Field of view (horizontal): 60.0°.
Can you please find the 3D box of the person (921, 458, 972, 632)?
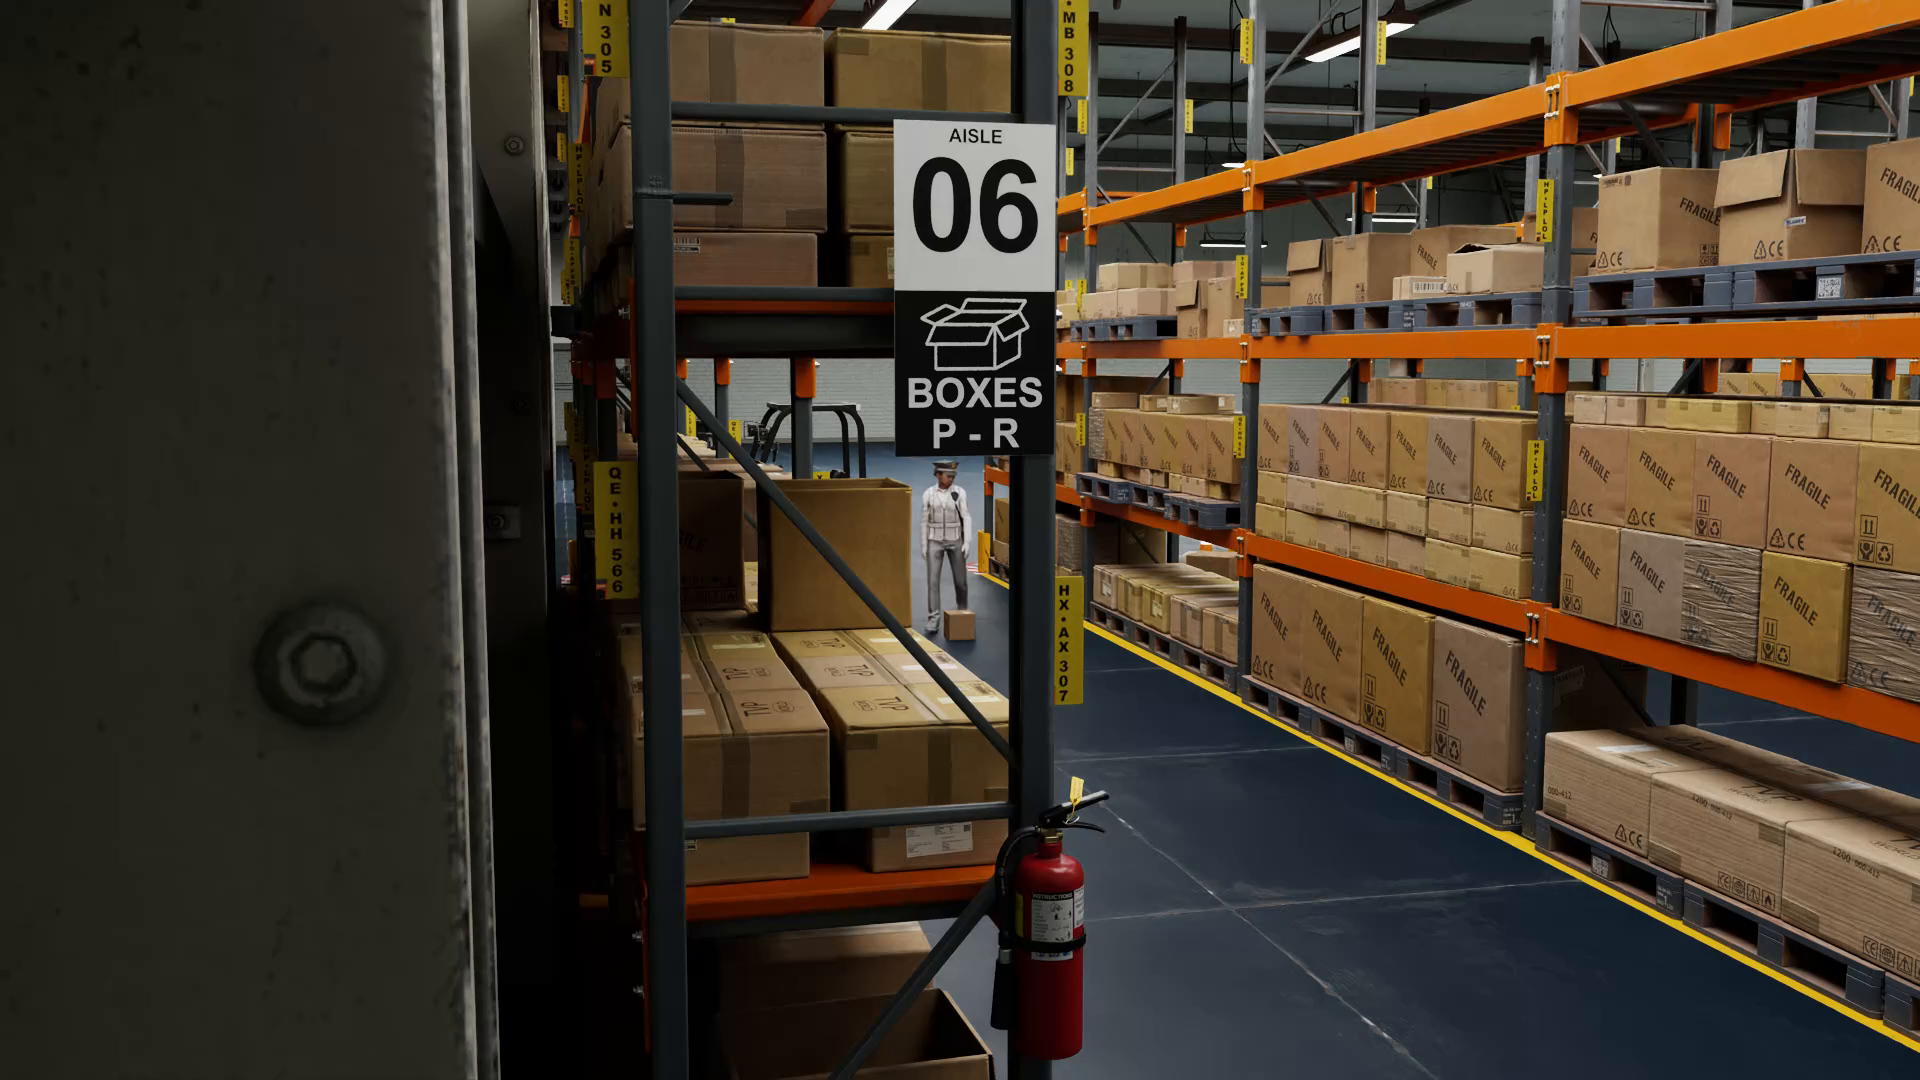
[{"bbox_3d":[-0.112,0.051,16.120,0.504,1.689,0.387,-1,6,-13],"label":"person"}]
